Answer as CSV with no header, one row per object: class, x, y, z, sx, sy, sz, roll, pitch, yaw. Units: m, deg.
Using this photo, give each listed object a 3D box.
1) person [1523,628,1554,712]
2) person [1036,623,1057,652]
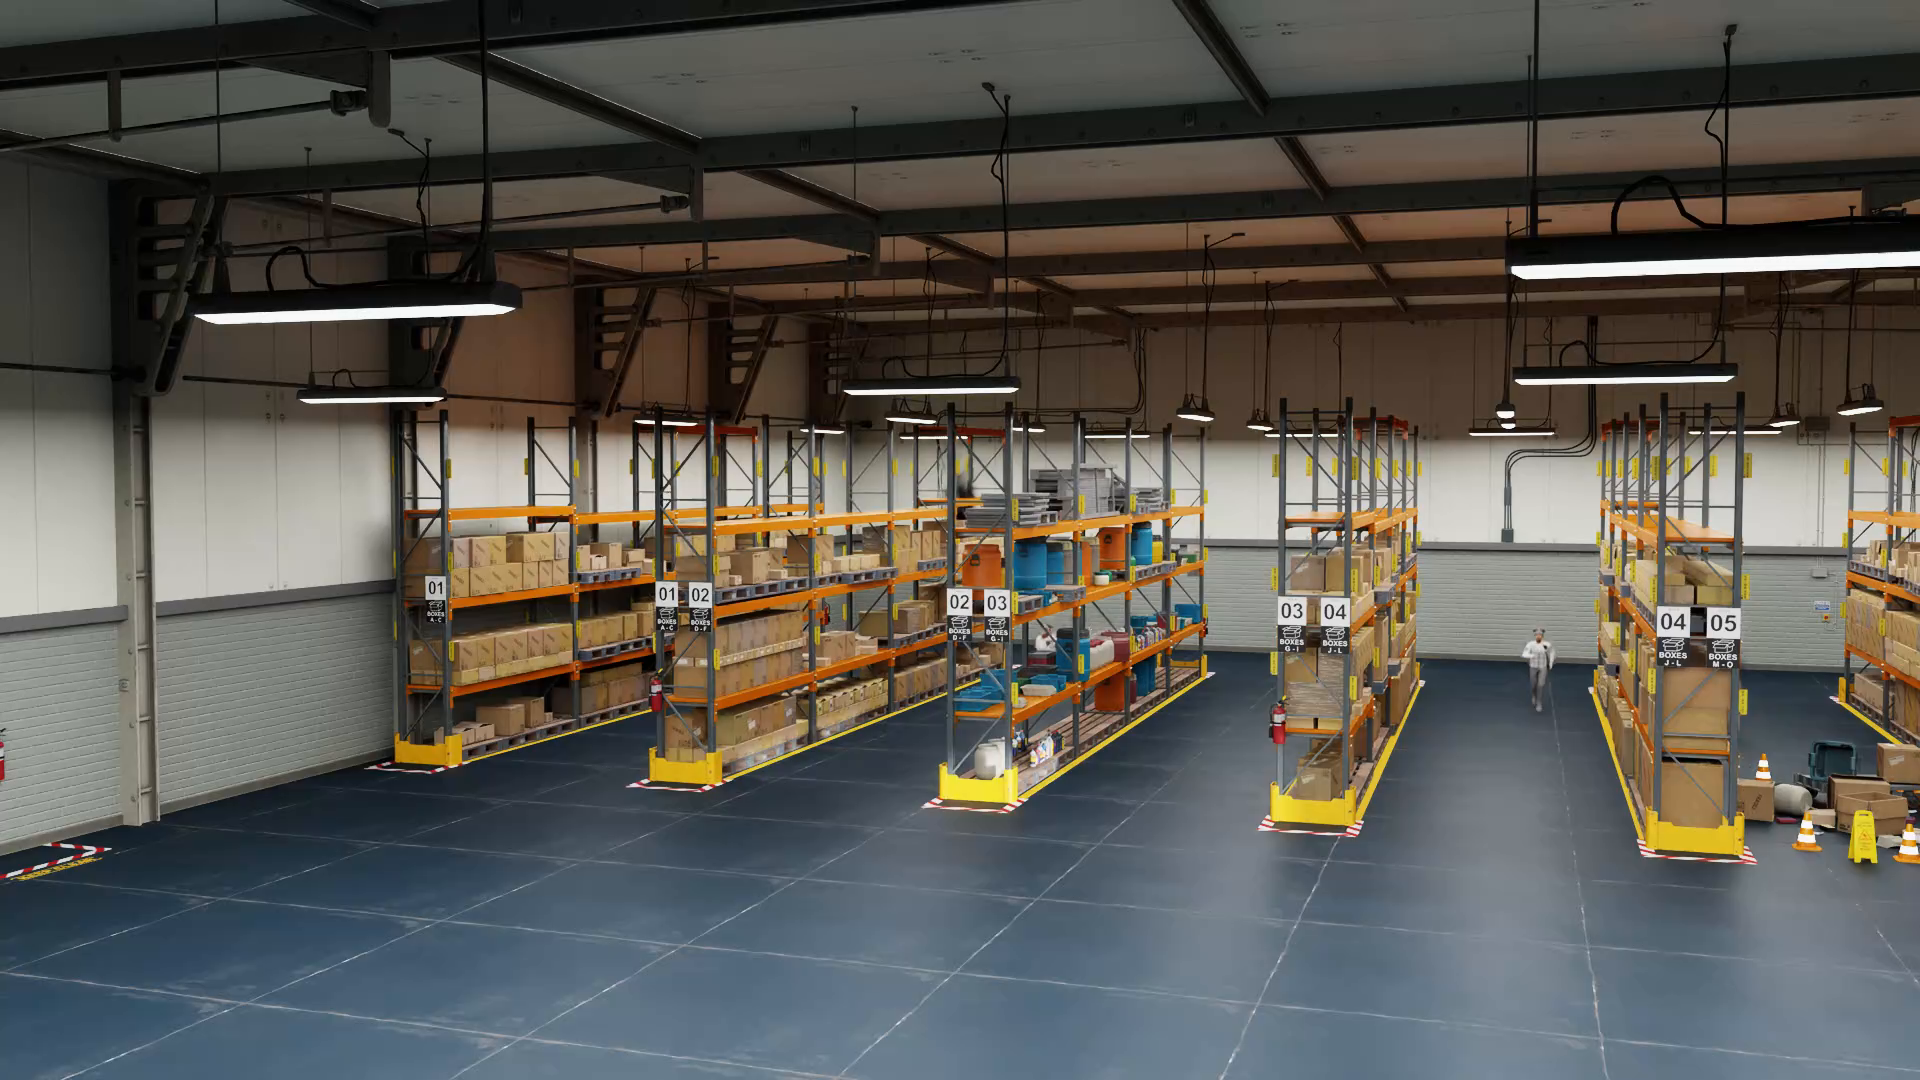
person,11.992,2.657,34.483,0.623,1.689,0.892,1,3,20
person,1.795,2.620,35.154,0.644,1.752,0.596,1,3,29
